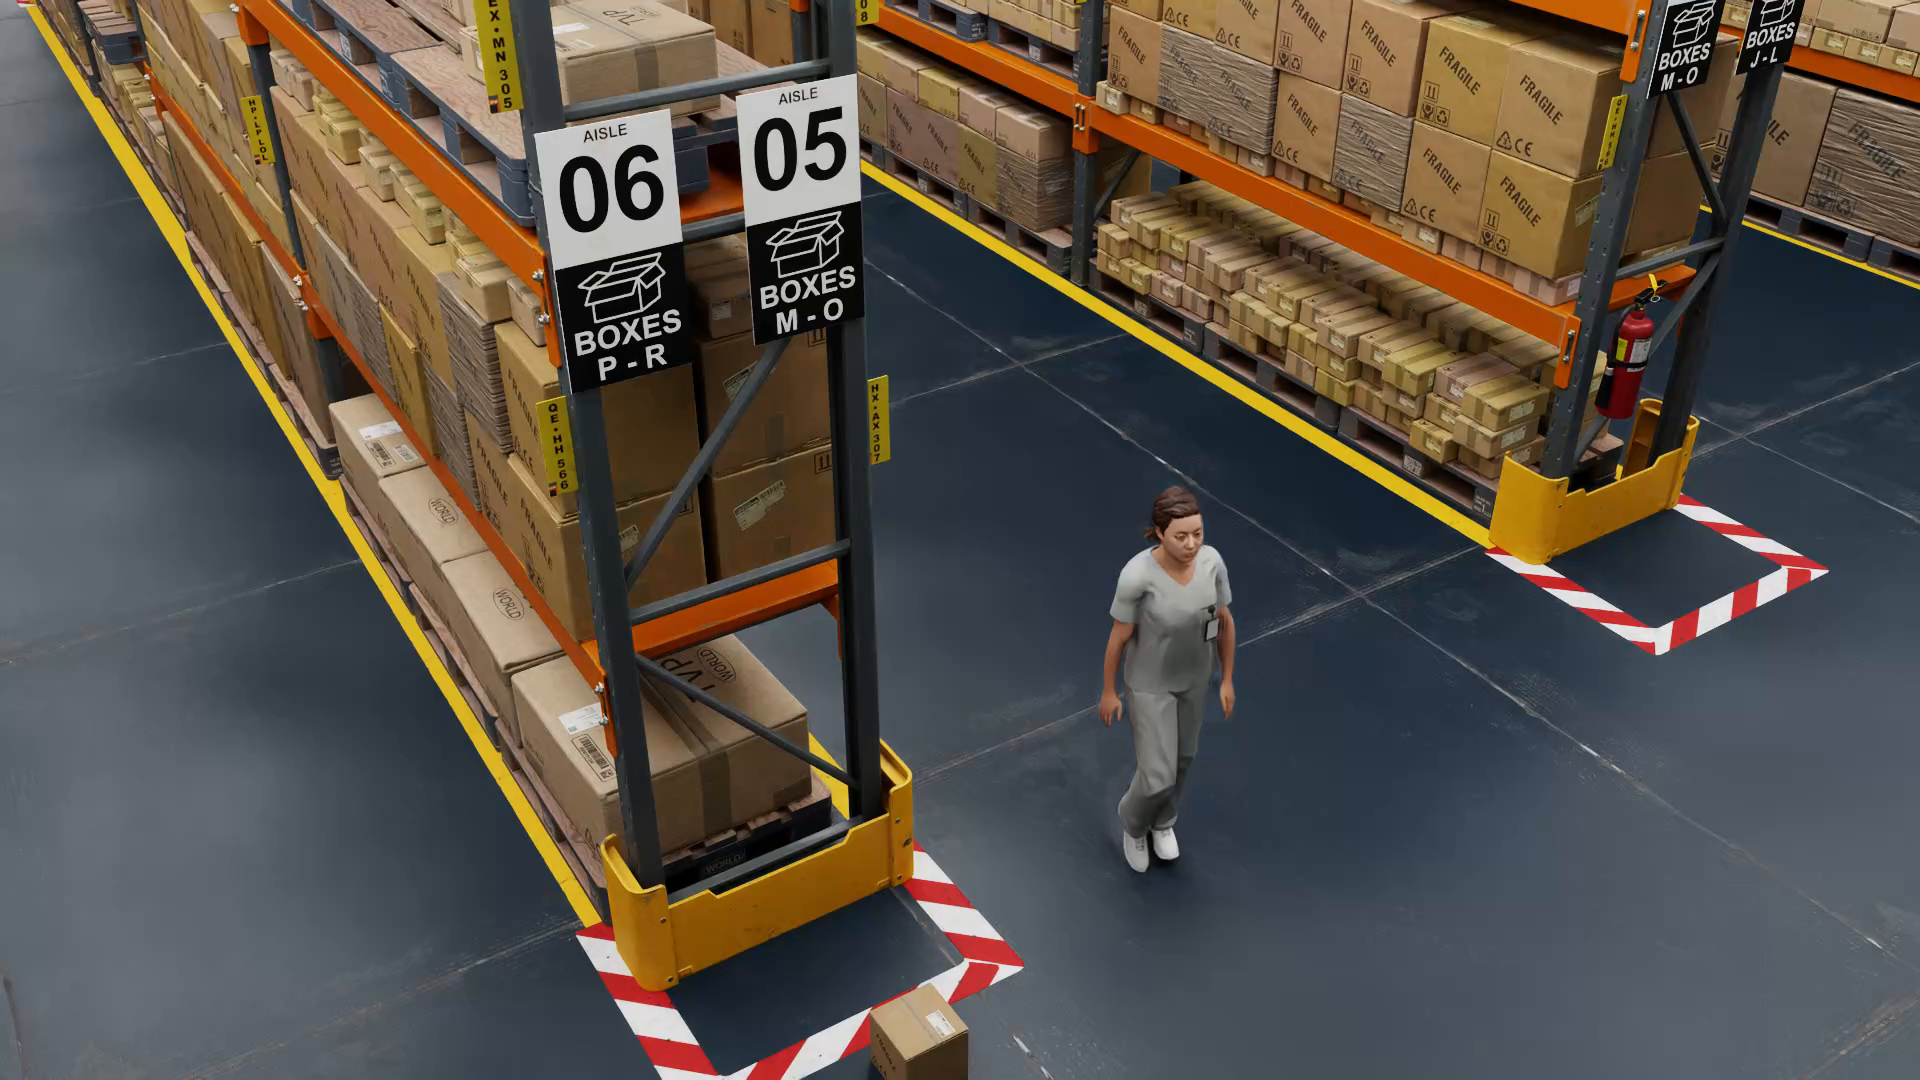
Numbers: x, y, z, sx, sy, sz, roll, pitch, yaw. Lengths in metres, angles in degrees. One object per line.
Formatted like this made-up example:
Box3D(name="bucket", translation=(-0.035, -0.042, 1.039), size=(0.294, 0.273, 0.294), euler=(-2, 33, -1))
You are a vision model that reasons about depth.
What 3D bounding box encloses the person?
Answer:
Box3D(name="person", translation=(0.780, 0.567, 6.248), size=(0.513, 1.690, 0.427), euler=(-14, 35, -20))
